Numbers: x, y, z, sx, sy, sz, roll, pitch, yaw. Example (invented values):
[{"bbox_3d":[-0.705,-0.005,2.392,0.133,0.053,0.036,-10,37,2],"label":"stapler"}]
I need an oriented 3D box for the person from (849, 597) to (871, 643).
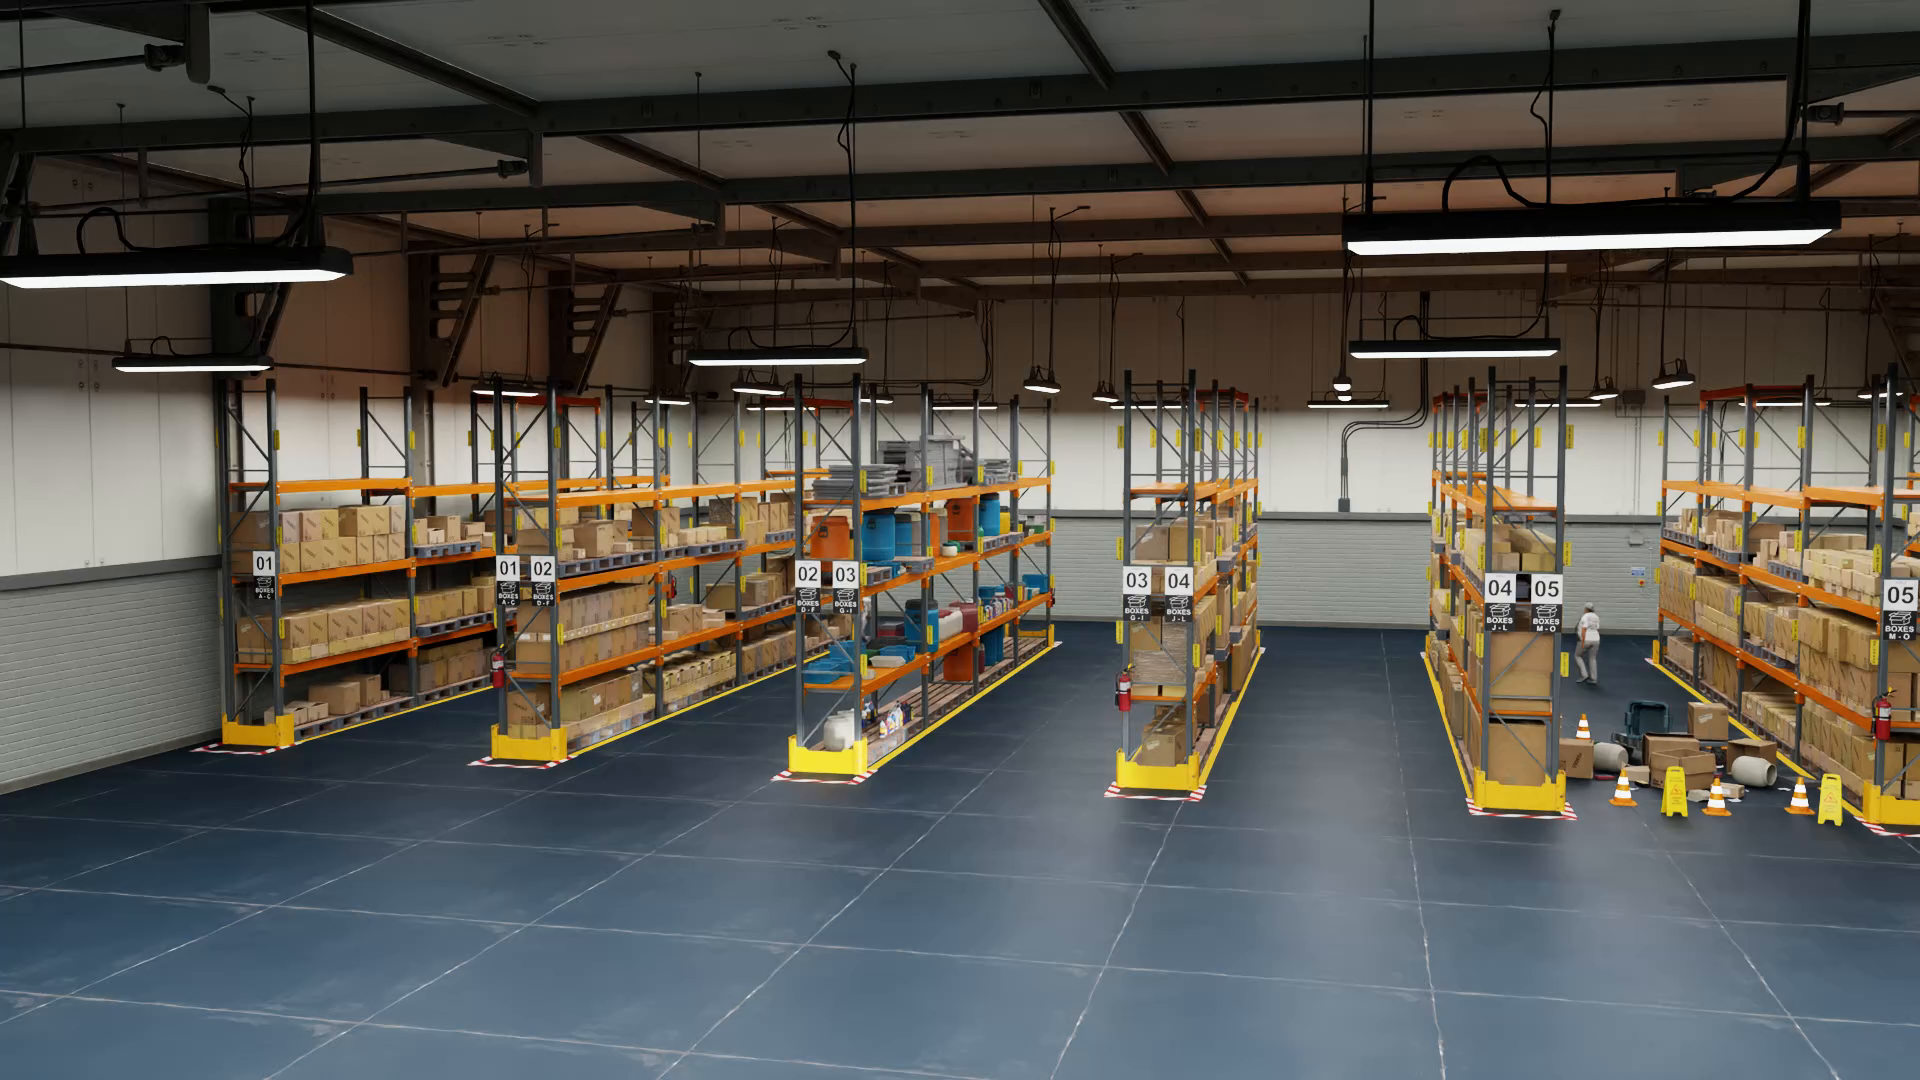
[{"bbox_3d":[-2.307,1.861,39.021,0.563,1.608,0.741,1,4,23],"label":"person"}]

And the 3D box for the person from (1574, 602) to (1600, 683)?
[{"bbox_3d":[12.966,2.129,34.243,0.494,1.684,0.482,-1,4,-14],"label":"person"}]
